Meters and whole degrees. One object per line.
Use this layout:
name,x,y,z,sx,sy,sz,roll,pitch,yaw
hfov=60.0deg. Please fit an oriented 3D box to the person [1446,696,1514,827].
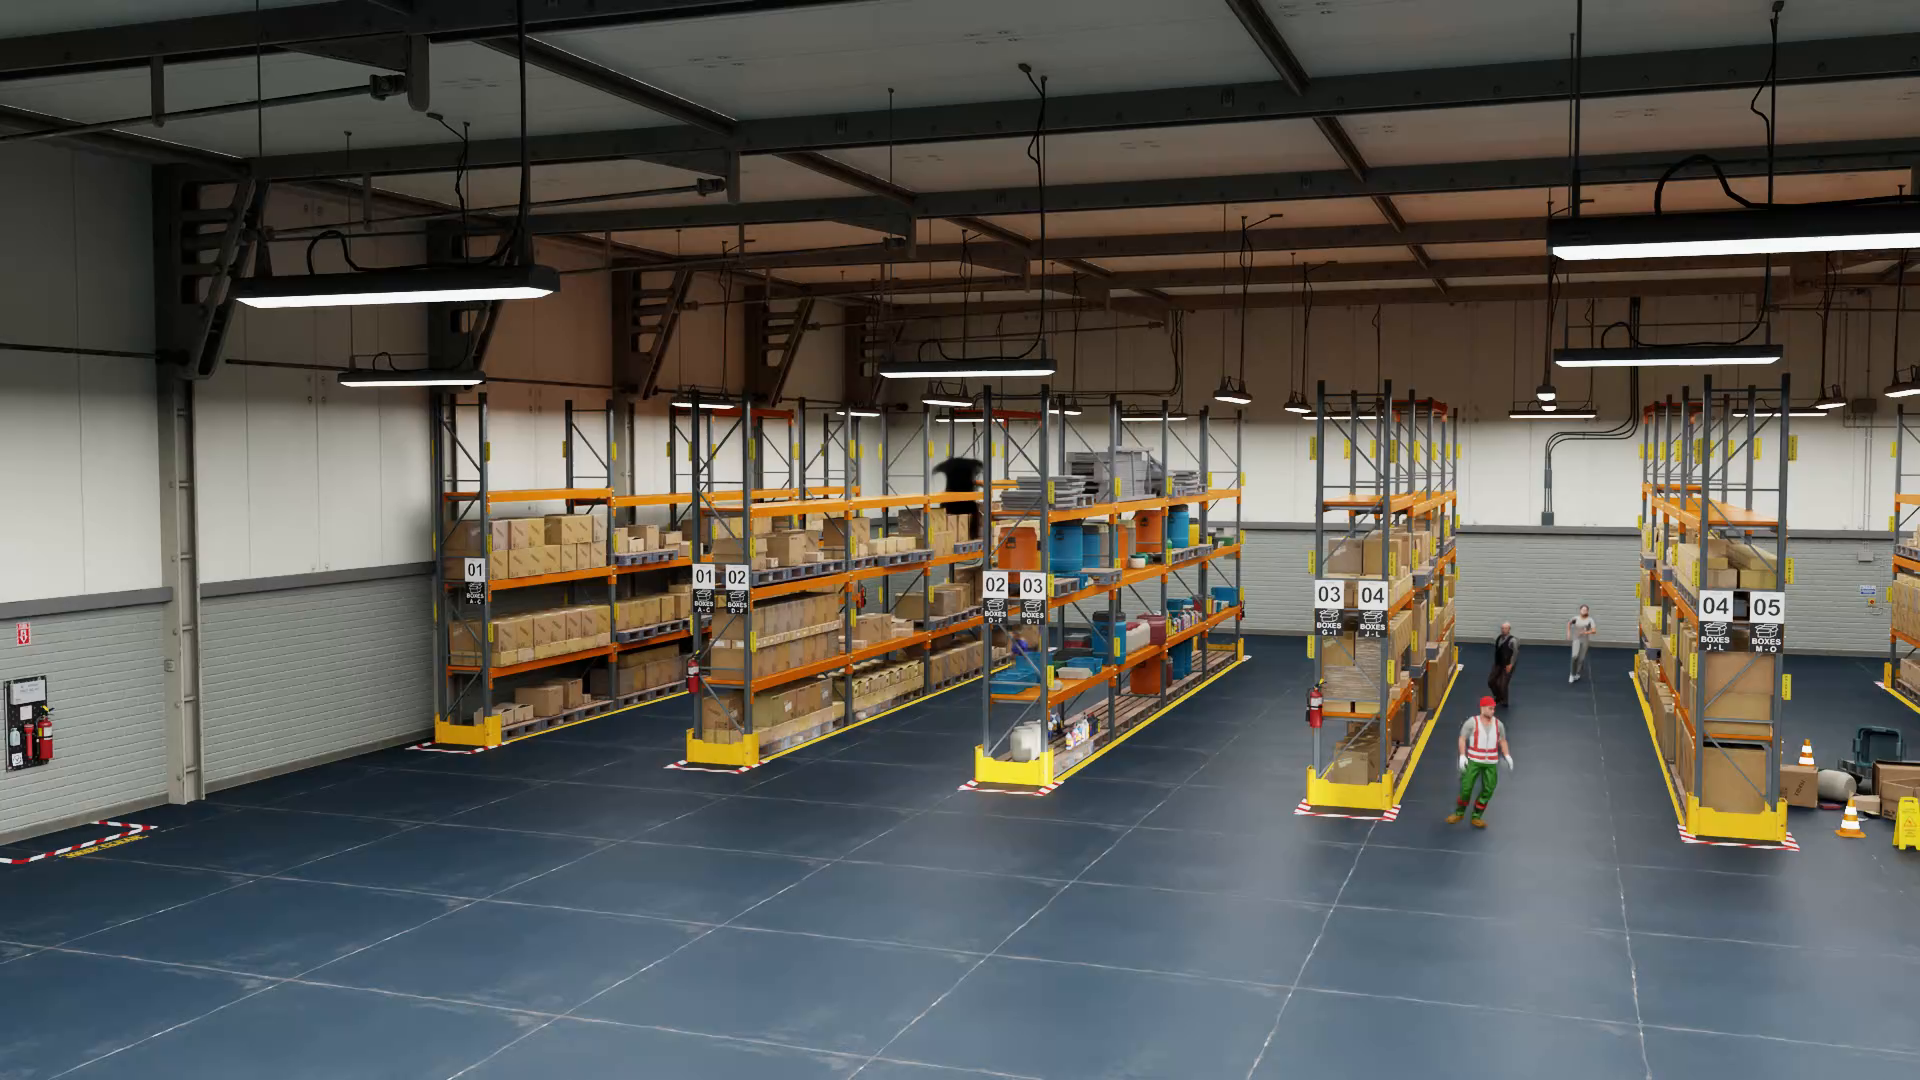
person,6.890,2.947,22.044,0.767,1.753,0.552,0,3,-5

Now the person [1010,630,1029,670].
person,1.251,2.491,33.273,0.586,1.460,1.077,2,4,34

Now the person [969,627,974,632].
person,0.537,1.691,45.286,0.656,1.842,0.881,-2,4,-38

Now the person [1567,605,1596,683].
person,13.517,2.251,36.192,0.567,1.702,0.669,1,3,17

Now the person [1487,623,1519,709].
person,10.583,2.457,32.406,0.448,1.720,0.756,-2,3,-28
